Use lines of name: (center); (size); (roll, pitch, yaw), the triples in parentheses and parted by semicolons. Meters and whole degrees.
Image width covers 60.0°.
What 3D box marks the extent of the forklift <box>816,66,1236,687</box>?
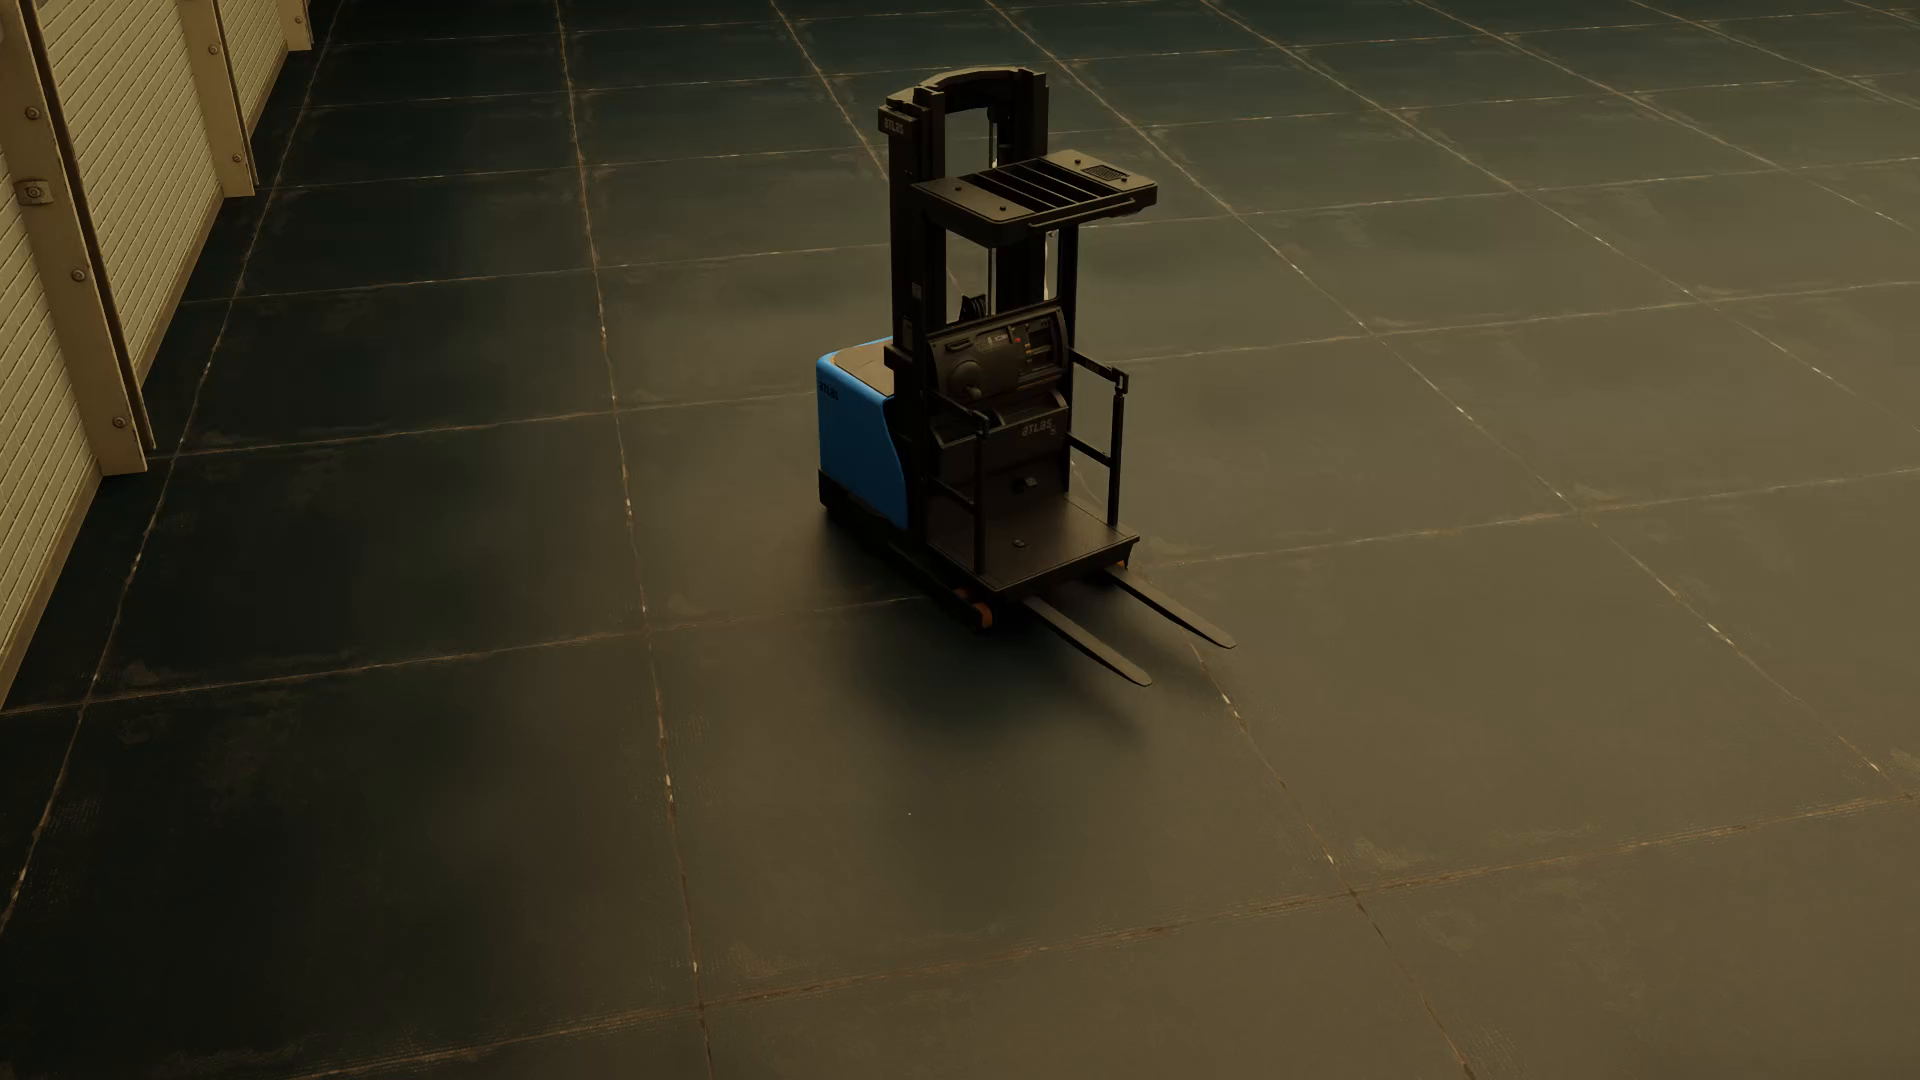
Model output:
forklift: (0.355, -1.021, 9.338); (1.130, 2.935, 3.031); (-20, 35, -30)

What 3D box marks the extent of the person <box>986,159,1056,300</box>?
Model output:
person: (0.444, -2.473, 12.973); (0.638, 1.787, 0.564); (-7, 31, -12)
